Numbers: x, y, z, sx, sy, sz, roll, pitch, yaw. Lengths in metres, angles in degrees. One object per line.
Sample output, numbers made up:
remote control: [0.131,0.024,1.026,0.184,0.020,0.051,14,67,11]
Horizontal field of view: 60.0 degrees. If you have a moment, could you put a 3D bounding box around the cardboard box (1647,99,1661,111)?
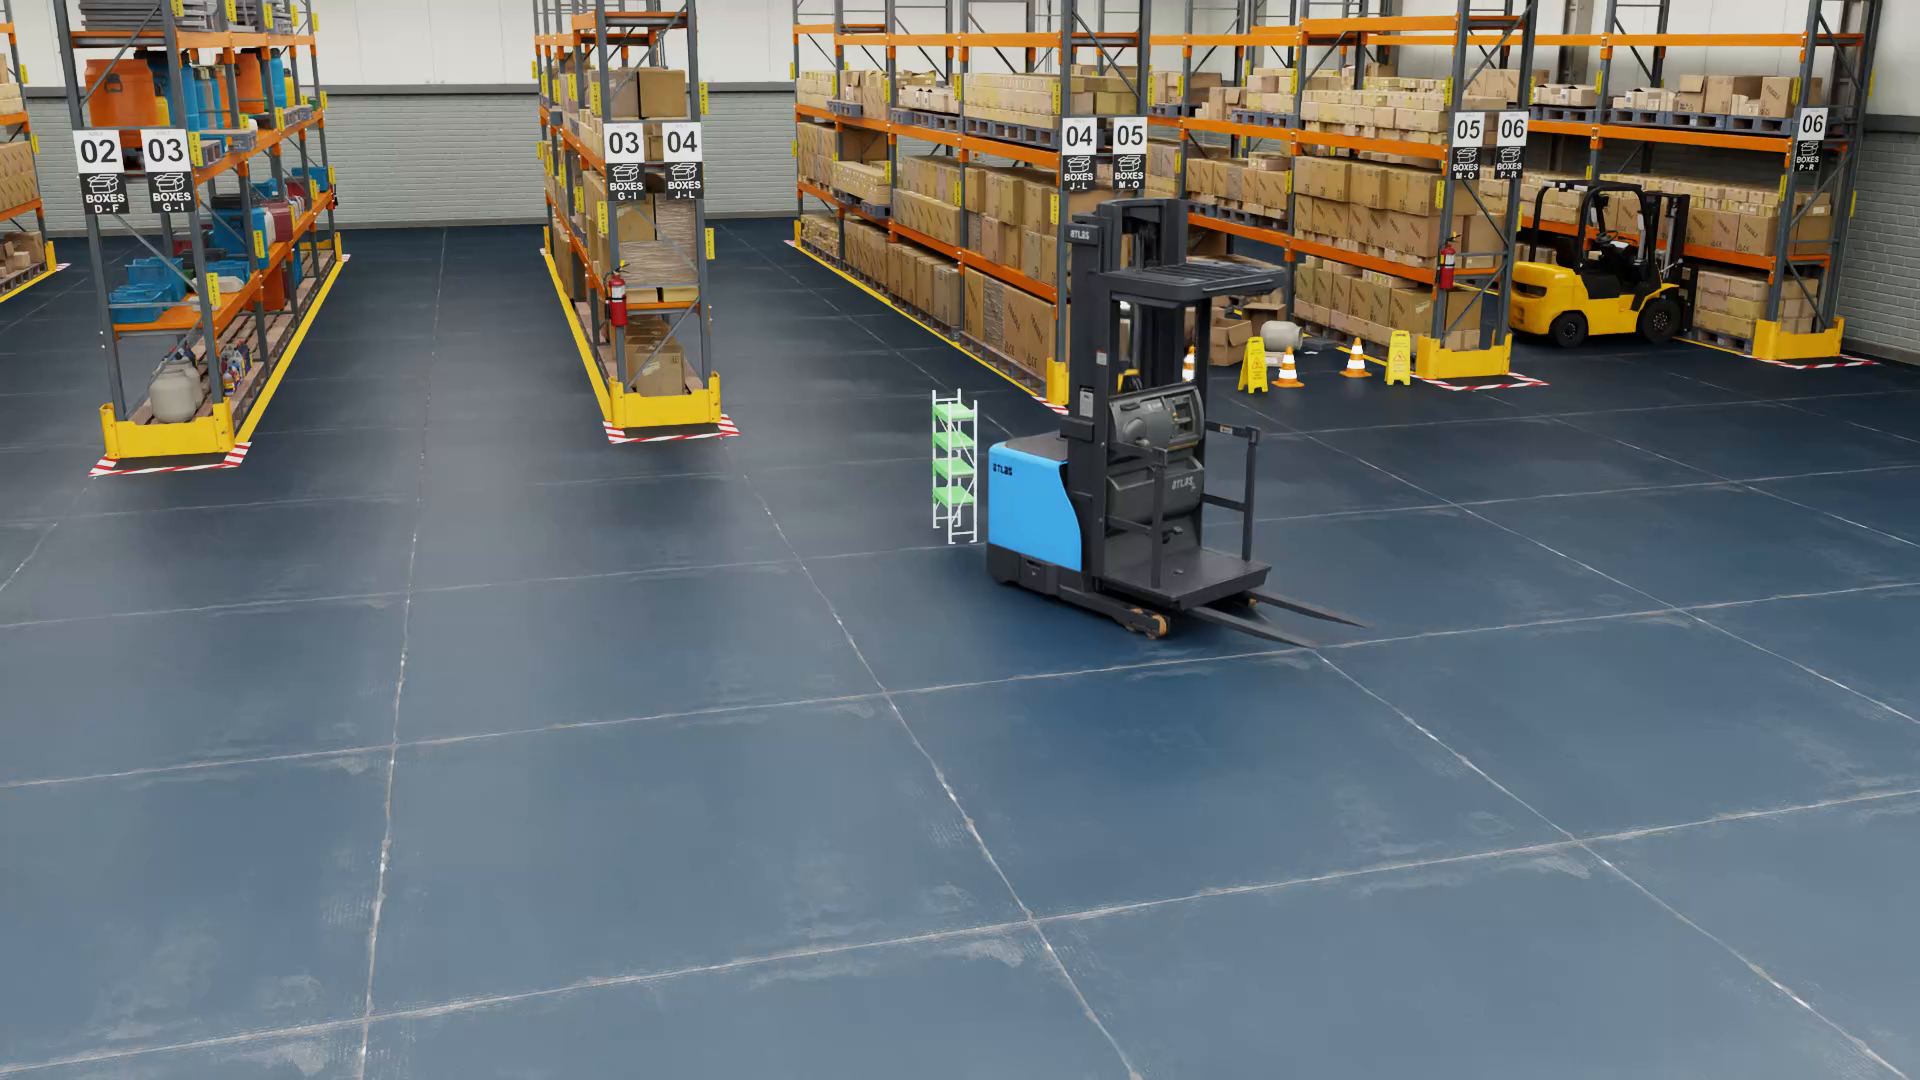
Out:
cardboard box: [10.039,-6.201,23.701,0.380,0.149,0.250,-4,17,-14]

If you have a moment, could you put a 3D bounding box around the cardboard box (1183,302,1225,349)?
cardboard box: [3.142,-2.910,22.528,0.797,0.637,0.503,-5,17,-15]

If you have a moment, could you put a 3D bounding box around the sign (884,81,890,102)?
sign: [-1.129,-6.932,25.703,0.100,0.325,0.005,-5,17,-15]

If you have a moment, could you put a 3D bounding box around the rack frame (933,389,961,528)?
rack frame: [-0.113,-0.688,14.157,0.240,1.200,0.015,-5,17,-15]

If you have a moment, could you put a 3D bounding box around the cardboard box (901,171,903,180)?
cardboard box: [-0.759,-6.015,27.434,0.380,0.149,0.250,-5,18,-18]

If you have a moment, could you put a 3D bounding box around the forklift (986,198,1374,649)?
forklift: [1.556,-0.876,11.773,1.130,2.935,3.031,-14,22,-39]

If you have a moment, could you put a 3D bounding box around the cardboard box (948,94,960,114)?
cardboard box: [0.145,-5.980,22.790,0.500,0.250,0.500,-5,17,-15]

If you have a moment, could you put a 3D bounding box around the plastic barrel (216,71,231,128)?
plastic barrel: [-9.969,-5.751,21.924,0.600,0.830,0.708,-5,17,-15]

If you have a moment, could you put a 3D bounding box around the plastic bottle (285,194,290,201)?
plastic bottle: [-10.836,-5.377,26.726,0.144,0.351,0.185,-5,17,-15]

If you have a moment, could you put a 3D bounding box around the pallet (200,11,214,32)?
pallet: [-8.474,-5.455,17.494,1.003,0.211,1.213,-5,17,-15]

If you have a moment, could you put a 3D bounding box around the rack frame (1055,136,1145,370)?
rack frame: [1.592,-3.077,18.983,1.000,3.000,0.127,-5,17,-15]

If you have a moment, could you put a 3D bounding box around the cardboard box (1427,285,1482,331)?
cardboard box: [6.361,-2.992,21.443,0.500,0.500,0.500,-5,18,-17]

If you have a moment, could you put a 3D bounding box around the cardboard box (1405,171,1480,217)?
cardboard box: [5.974,-4.290,20.590,0.700,0.500,0.500,-5,17,-17]

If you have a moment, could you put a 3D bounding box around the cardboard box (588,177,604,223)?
cardboard box: [-4.149,-4.068,19.851,0.500,0.500,0.500,-5,17,-15]

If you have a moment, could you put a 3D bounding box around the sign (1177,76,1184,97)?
sign: [3.589,-7.390,27.089,0.100,0.325,0.005,-5,17,-15]

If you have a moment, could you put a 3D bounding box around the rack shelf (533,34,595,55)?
rack shelf: [-7.052,-8.923,29.960,1.077,0.370,4.000,-5,17,-15]

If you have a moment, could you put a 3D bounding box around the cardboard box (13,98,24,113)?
cardboard box: [-16.733,-7.600,29.086,0.500,0.250,0.500,-5,17,-15]

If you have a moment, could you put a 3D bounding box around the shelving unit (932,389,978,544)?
shelving unit: [-0.045,-0.620,13.932,0.258,1.200,0.503,-5,17,-15]

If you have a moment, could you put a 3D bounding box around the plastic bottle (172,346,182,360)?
plastic bottle: [-9.243,-2.114,19.615,0.144,0.351,0.185,-4,17,-14]

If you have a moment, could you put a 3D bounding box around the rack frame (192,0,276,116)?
rack frame: [-10.165,-7.408,22.970,1.000,3.000,0.127,-5,17,-15]

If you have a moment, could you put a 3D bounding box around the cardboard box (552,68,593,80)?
cardboard box: [-6.775,-7.978,29.005,0.700,0.500,0.500,-6,18,-19]

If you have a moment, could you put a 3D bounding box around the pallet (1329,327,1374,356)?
pallet: [5.782,-2.746,22.728,1.003,0.211,1.213,-5,17,-15]

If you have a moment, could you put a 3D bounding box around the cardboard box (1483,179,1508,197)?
cardboard box: [9.047,-5.844,27.584,0.500,0.250,0.500,-5,17,-17]

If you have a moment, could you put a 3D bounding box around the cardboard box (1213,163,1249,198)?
cardboard box: [4.329,-5.668,26.187,0.500,0.500,0.500,-4,17,-14]

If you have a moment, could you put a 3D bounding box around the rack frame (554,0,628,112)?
rack frame: [-5.403,-7.799,24.274,1.000,3.000,0.127,-5,17,-15]

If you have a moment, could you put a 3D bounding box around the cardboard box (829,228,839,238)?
cardboard box: [-2.237,-5.731,31.008,0.380,0.149,0.250,-5,17,-16]

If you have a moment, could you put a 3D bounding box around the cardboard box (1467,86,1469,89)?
cardboard box: [9.061,-7.925,28.957,0.380,0.149,0.250,-5,18,-17]

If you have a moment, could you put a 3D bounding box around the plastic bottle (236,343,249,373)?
plastic bottle: [-8.559,-2.162,19.774,0.144,0.351,0.185,-6,18,-18]

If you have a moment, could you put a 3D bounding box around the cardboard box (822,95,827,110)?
cardboard box: [-2.226,-8.015,30.467,0.500,0.250,0.500,-5,17,-15]

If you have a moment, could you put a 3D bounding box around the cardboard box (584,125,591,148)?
cardboard box: [-4.150,-4.755,19.616,0.500,0.250,0.500,-5,18,-17]

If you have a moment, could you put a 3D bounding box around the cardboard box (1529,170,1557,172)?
cardboard box: [9.653,-6.044,27.558,0.380,0.149,0.250,-5,17,-16]

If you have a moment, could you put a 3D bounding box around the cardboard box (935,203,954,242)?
cardboard box: [-0.046,-4.495,23.527,0.500,0.500,0.500,-5,17,-16]

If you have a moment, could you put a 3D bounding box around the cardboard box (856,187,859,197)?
cardboard box: [-1.531,-5.826,27.841,0.380,0.149,0.250,-4,17,-14]

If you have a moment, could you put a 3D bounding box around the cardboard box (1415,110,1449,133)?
cardboard box: [5.924,-5.124,20.326,0.500,0.250,0.500,-5,17,-16]

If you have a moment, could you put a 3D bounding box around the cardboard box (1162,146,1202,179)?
cardboard box: [3.732,-6.359,27.994,0.500,0.500,0.500,-5,17,-17]

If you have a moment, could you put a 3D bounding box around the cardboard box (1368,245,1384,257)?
cardboard box: [5.597,-3.811,21.862,0.380,0.149,0.250,-5,17,-16]

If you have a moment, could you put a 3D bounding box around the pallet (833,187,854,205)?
pallet: [-1.635,-6.082,29.318,1.003,0.211,1.213,-5,17,-15]

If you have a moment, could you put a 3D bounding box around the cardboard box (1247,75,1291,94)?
cardboard box: [4.641,-6.839,24.954,0.500,0.250,0.500,-4,17,-14]

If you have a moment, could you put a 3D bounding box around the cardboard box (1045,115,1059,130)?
cardboard box: [1.175,-4.708,18.729,0.380,0.149,0.250,-5,17,-15]

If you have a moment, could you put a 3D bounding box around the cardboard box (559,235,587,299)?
cardboard box: [-5.573,-4.302,26.023,1.225,0.875,0.875,-6,18,-18]

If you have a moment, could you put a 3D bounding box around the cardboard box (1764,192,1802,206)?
cardboard box: [10.794,-4.473,21.812,0.380,0.149,0.250,-5,17,-15]

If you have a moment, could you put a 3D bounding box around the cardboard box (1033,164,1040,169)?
cardboard box: [1.783,-7.815,34.580,0.500,0.500,0.500,-5,17,-16]

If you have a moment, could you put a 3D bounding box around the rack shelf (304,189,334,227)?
rack shelf: [-11.814,-5.849,29.462,1.077,0.370,4.000,-5,17,-15]

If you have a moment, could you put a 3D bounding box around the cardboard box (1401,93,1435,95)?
cardboard box: [6.039,-5.809,21.915,0.380,0.149,0.250,-4,17,-15]

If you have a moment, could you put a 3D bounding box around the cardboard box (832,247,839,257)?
cardboard box: [-2.141,-5.314,30.654,0.380,0.149,0.250,-4,17,-15]

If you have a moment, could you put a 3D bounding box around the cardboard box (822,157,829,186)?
cardboard box: [-2.252,-6.842,30.825,0.500,0.500,0.500,-5,17,-17]

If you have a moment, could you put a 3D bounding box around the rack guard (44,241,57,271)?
rack guard: [-17.107,-5.138,30.190,1.175,0.500,0.348,-5,17,-15]

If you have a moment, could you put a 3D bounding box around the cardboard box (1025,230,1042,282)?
cardboard box: [1.274,-3.399,19.792,0.875,0.550,0.550,-5,17,-15]

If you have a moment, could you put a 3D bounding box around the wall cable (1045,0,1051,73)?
wall cable: [3.505,-12.633,40.301,2.988,3.039,0.133,-5,17,-15]

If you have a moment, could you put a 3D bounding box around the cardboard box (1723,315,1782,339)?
cardboard box: [10.662,-2.879,22.373,0.500,0.250,0.500,-5,17,-15]

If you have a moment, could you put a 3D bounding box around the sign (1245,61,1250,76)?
sign: [6.177,-10.128,35.722,0.100,0.325,0.005,-5,17,-15]

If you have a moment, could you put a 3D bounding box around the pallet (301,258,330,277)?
pallet: [-11.843,-4.844,29.710,1.003,0.211,1.213,-5,17,-15]

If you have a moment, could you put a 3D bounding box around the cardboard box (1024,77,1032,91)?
cardboard box: [0.963,-5.302,19.323,0.380,0.149,0.250,-4,17,-14]

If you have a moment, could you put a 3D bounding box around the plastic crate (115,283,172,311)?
plastic crate: [-8.565,-2.545,17.470,0.499,0.251,0.408,-5,17,-15]

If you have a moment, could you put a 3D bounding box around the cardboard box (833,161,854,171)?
cardboard box: [-2.040,-6.617,29.439,0.380,0.149,0.250,-4,17,-12]
